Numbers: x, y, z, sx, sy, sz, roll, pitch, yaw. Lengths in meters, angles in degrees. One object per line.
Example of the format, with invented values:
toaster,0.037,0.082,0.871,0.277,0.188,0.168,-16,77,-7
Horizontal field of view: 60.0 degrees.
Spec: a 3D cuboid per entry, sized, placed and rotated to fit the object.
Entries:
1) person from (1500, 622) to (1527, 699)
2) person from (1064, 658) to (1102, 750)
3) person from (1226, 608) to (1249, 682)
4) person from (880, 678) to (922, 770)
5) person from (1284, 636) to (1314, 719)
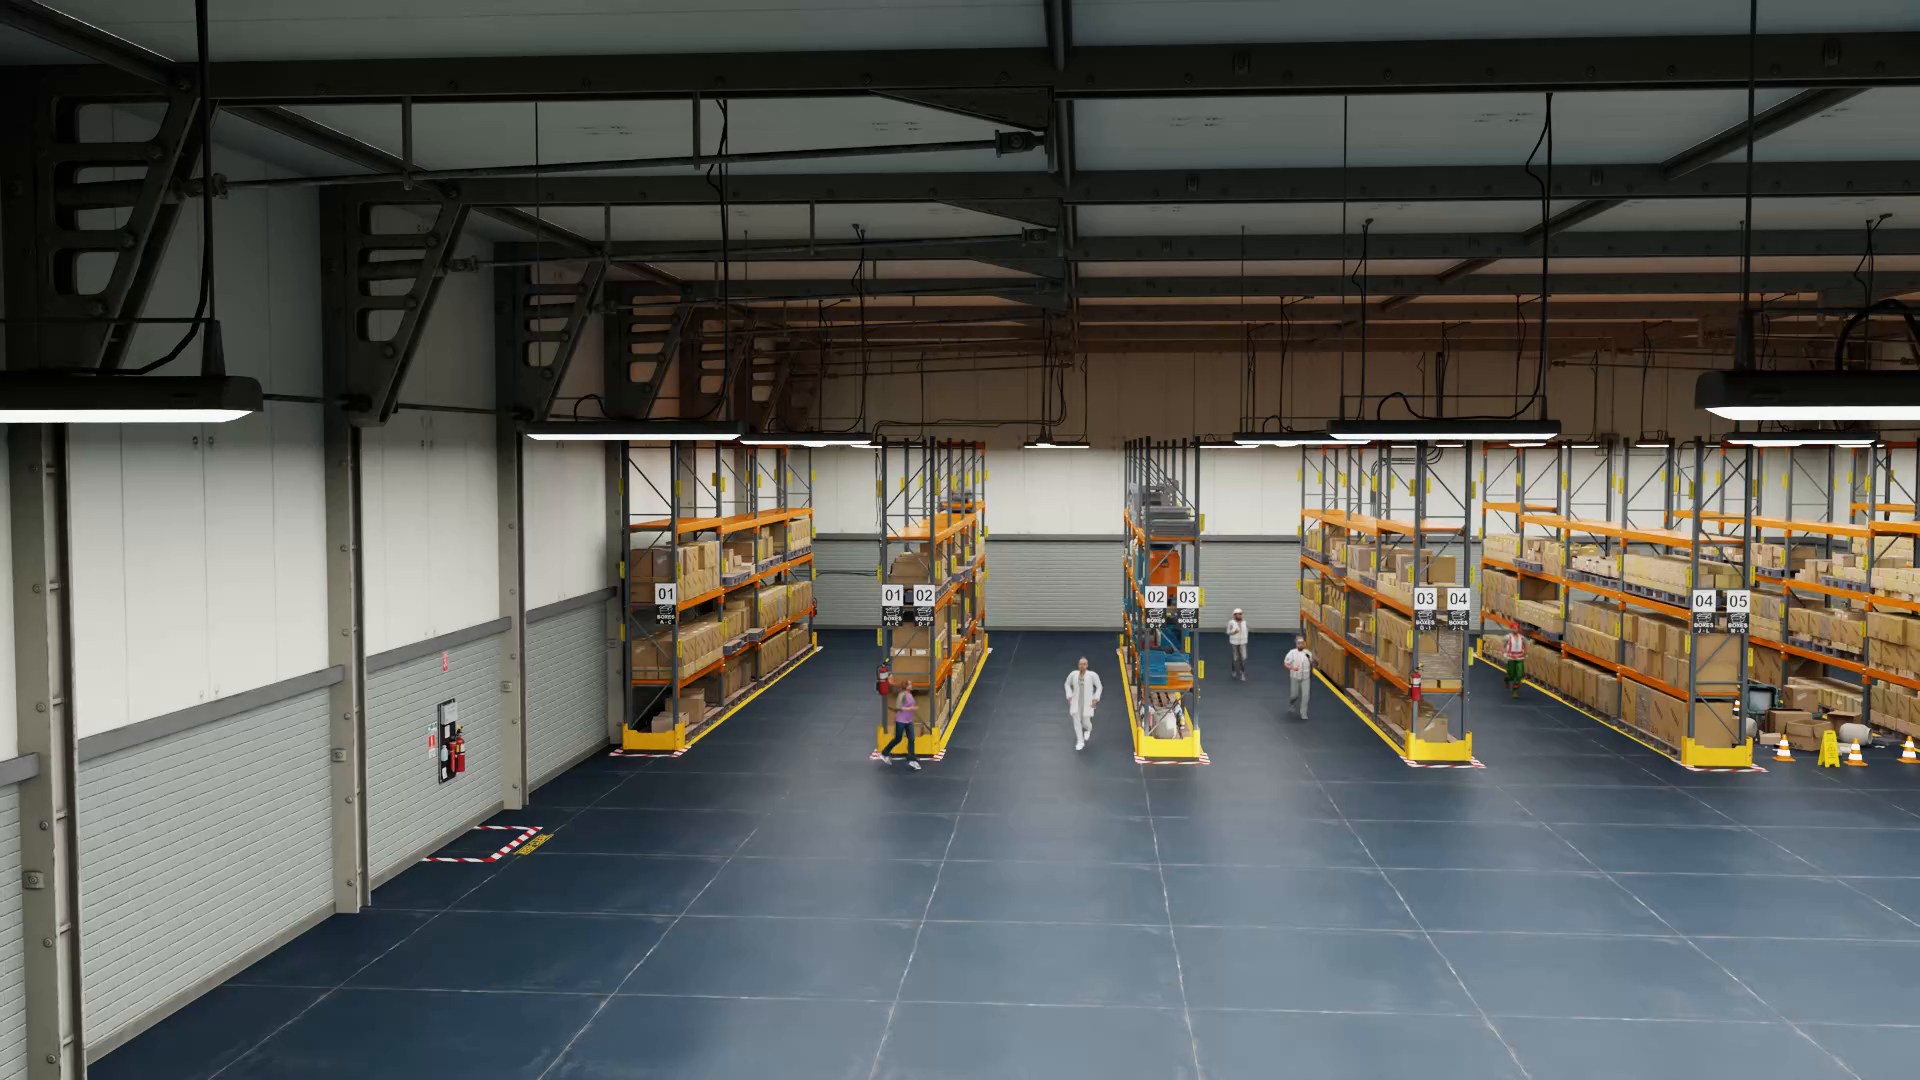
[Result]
person,12.899,2.783,38.671,0.653,1.749,0.734,0,3,0
person,2.382,3.153,32.181,0.737,1.753,0.725,1,3,13
person,6.951,2.616,41.536,0.639,1.825,0.734,0,3,-2
person,-1.022,3.303,30.028,0.836,1.612,0.542,2,4,30
person,7.301,2.935,35.713,0.675,1.747,0.834,0,3,-3
